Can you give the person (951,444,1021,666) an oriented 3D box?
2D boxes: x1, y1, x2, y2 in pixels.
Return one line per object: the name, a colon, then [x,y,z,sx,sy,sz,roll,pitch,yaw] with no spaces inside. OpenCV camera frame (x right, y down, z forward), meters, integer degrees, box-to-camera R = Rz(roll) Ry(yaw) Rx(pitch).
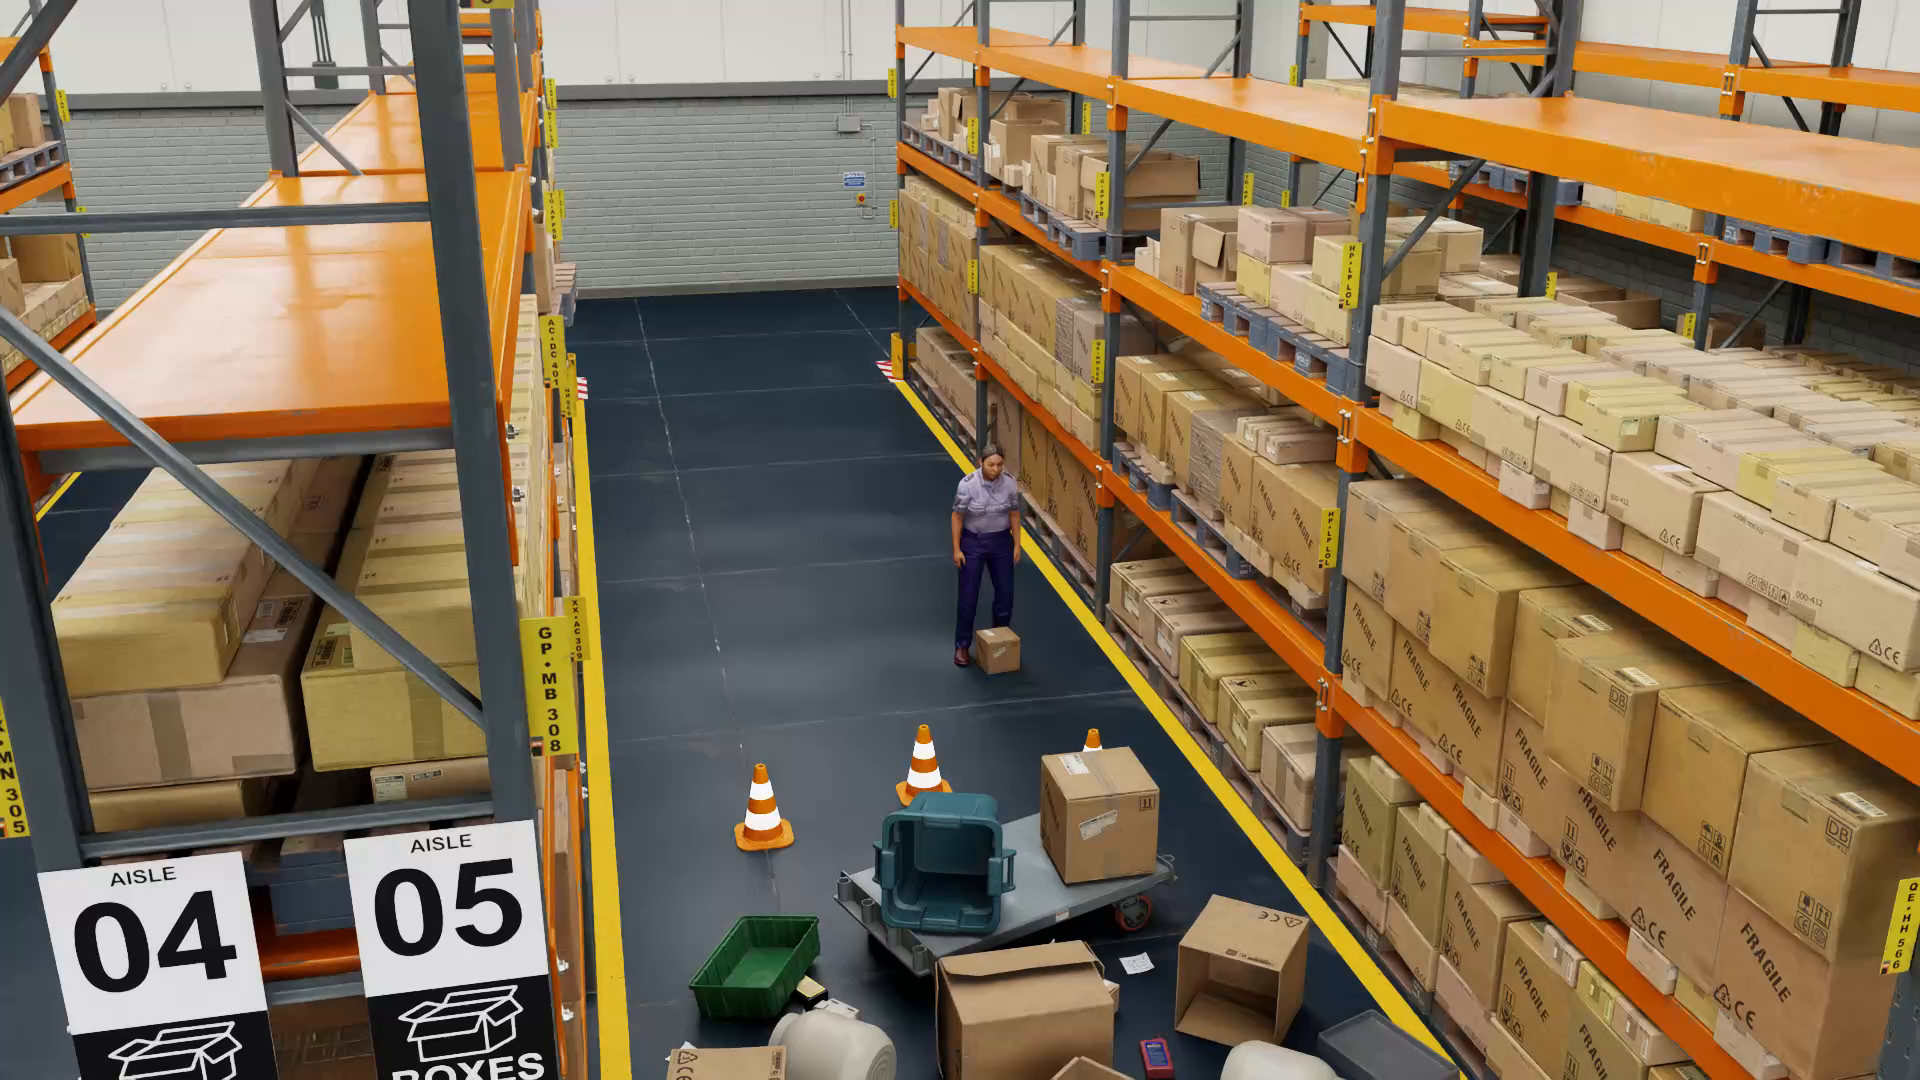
person: [0.190,0.075,12.149,0.538,1.651,0.378,-5,20,-14]
